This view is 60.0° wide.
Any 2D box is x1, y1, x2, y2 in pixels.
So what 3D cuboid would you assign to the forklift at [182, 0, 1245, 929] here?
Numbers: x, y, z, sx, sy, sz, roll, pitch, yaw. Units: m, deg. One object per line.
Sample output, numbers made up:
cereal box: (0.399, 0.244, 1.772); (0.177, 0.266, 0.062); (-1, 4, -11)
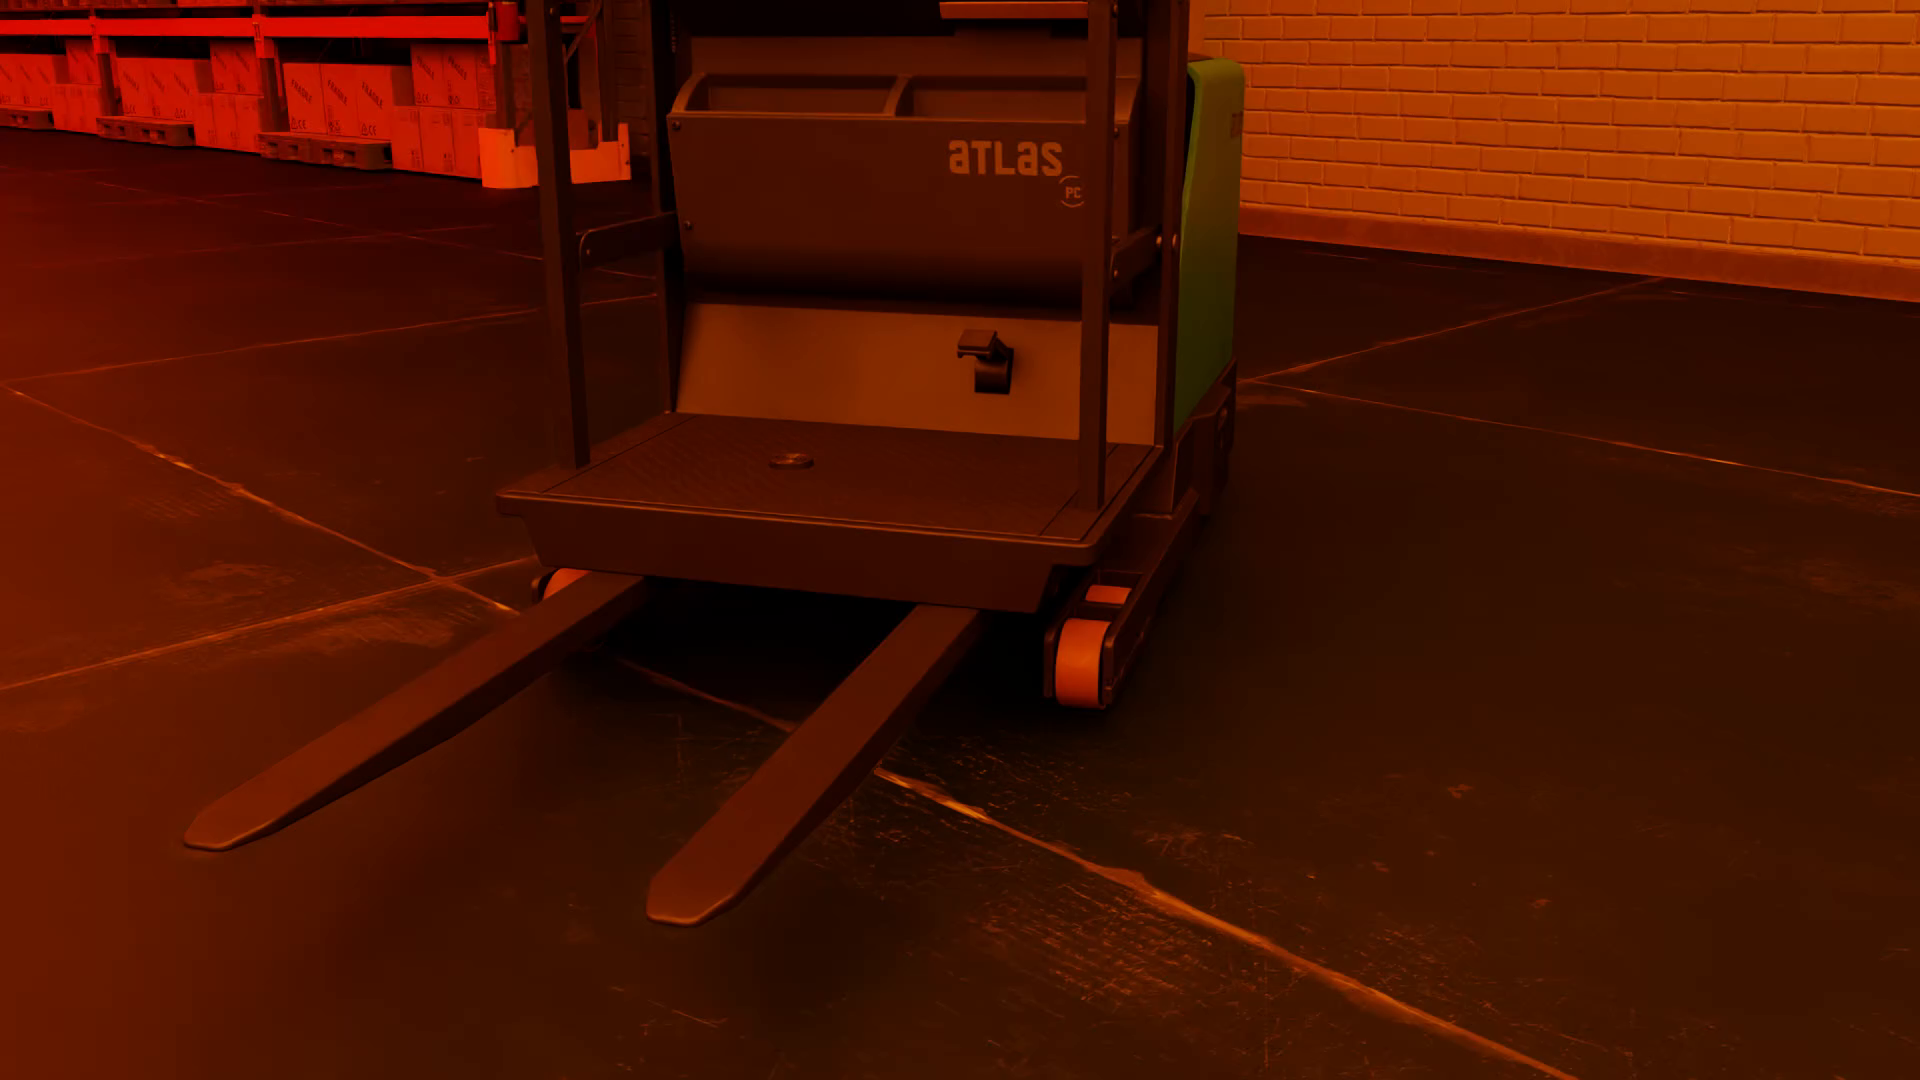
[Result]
forklift: (-0.174, -1.228, 2.904); (1.130, 2.935, 3.031); (5, 18, 16)
